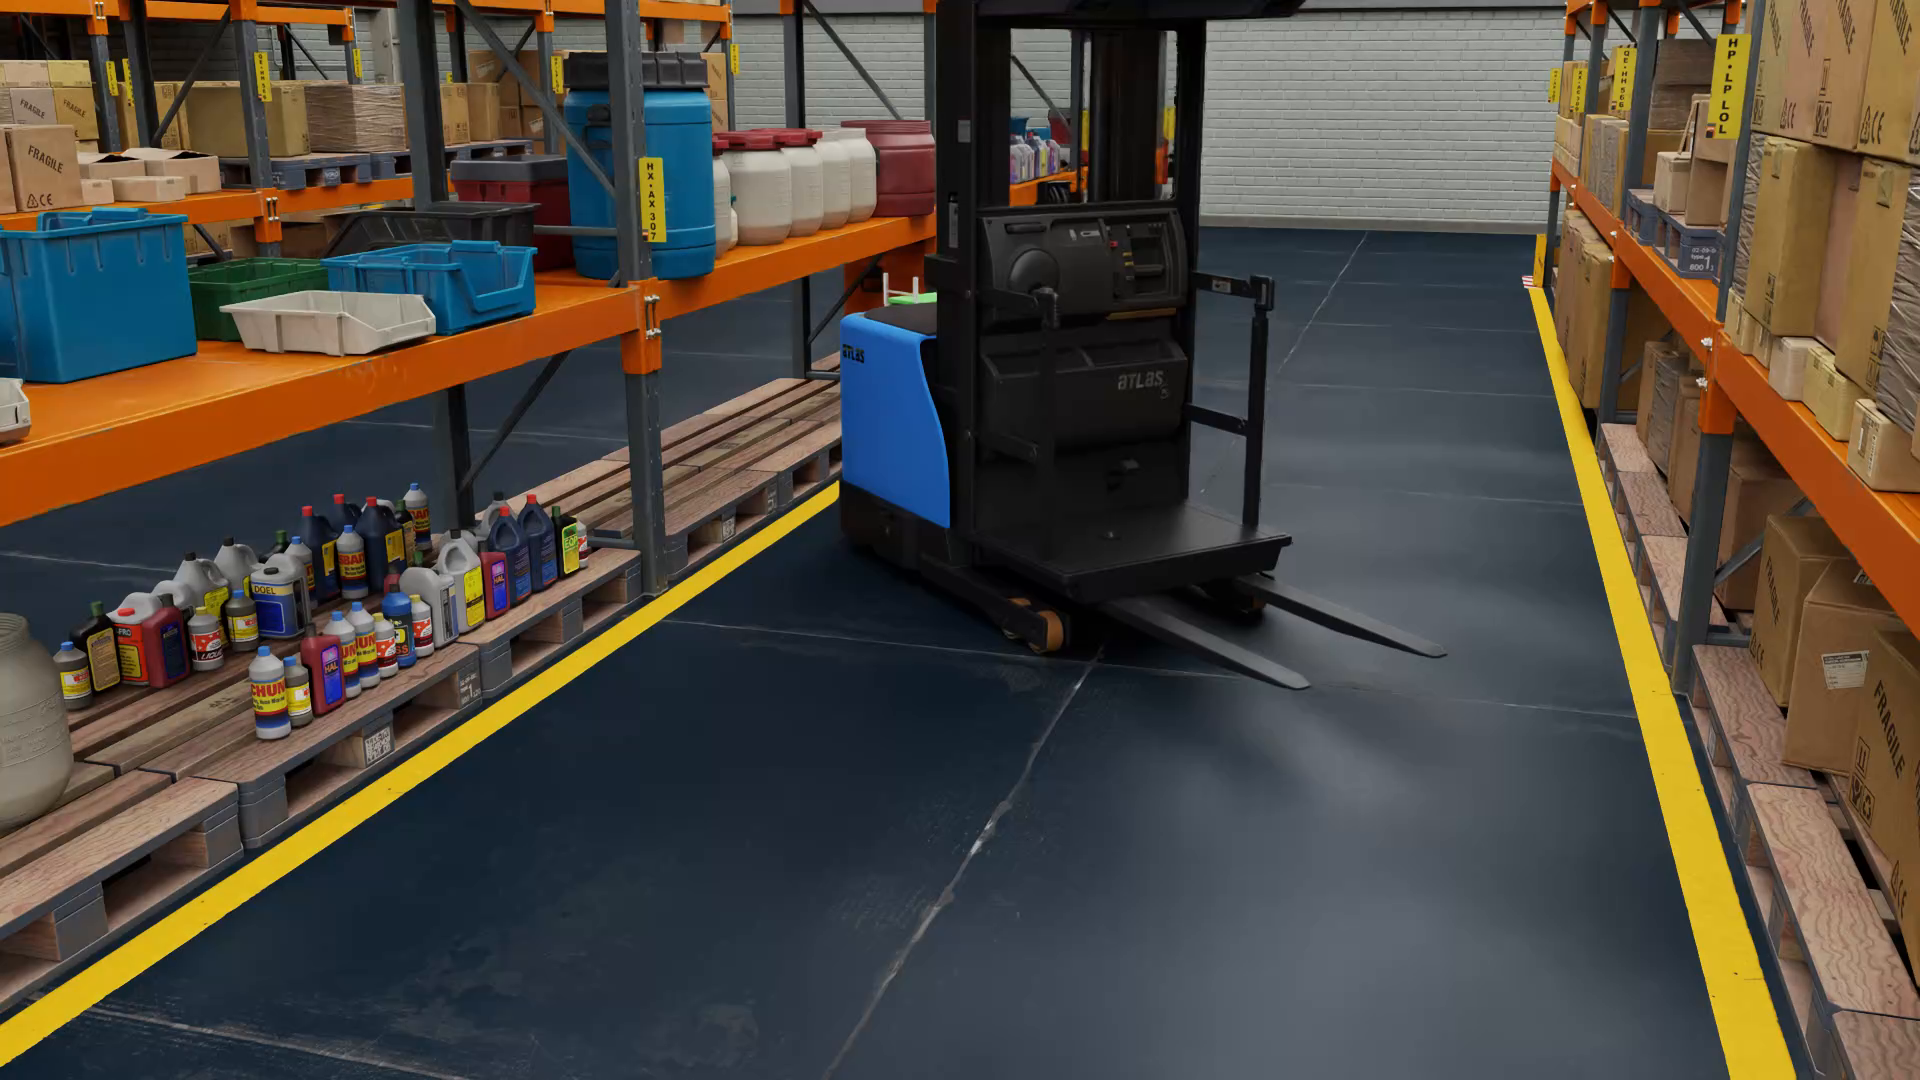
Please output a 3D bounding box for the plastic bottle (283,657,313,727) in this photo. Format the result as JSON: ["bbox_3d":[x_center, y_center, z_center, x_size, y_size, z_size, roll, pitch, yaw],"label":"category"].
[{"bbox_3d":[-2.026,0.455,5.051,0.097,0.201,0.097,0,16,0],"label":"plastic bottle"}]

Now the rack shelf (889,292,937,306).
[{"bbox_3d":[-0.098,-1.115,8.036,0.480,0.148,0.258,-14,21,-40],"label":"rack shelf"}]

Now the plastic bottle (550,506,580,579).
[{"bbox_3d":[-1.554,-0.003,6.513,0.061,0.283,0.133,5,17,19],"label":"plastic bottle"}]

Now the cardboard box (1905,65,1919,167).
[{"bbox_3d":[2.079,-0.916,3.000,0.500,0.500,0.500,5,16,16],"label":"cardboard box"}]

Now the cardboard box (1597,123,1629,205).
[{"bbox_3d":[4.347,-2.374,10.519,0.500,0.500,0.500,4,16,14],"label":"cardboard box"}]

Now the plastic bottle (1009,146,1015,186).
[{"bbox_3d":[0.365,-2.770,12.313,0.061,0.283,0.133,5,16,16],"label":"plastic bottle"}]

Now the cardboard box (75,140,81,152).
[{"bbox_3d":[-8.832,-3.821,16.227,0.380,0.149,0.250,5,17,17],"label":"cardboard box"}]

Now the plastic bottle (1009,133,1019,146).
[{"bbox_3d":[0.402,-3.015,13.054,0.144,0.351,0.185,5,16,16],"label":"plastic bottle"}]

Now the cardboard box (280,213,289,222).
[{"bbox_3d":[-8.209,-3.703,19.199,0.700,0.500,0.500,4,16,14],"label":"cardboard box"}]

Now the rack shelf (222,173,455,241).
[{"bbox_3d":[-4.776,-2.858,13.726,1.077,0.370,4.000,5,16,16],"label":"rack shelf"}]

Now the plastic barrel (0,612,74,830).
[{"bbox_3d":[-2.614,0.483,4.419,0.421,0.512,0.421,0,16,0],"label":"plastic barrel"}]

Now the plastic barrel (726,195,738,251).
[{"bbox_3d":[-1.210,-1.517,7.934,0.301,0.262,0.301,0,16,0],"label":"plastic barrel"}]

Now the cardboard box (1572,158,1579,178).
[{"bbox_3d":[5.062,-2.942,13.166,0.380,0.149,0.250,5,17,16],"label":"cardboard box"}]

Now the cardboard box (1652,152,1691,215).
[{"bbox_3d":[3.455,-1.621,7.552,0.500,0.250,0.500,4,16,14],"label":"cardboard box"}]

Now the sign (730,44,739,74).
[{"bbox_3d":[-2.545,-5.435,18.791,0.100,0.325,0.005,5,16,16],"label":"sign"}]

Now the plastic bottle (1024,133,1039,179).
[{"bbox_3d":[0.540,-3.004,13.014,0.144,0.351,0.185,5,16,16],"label":"plastic bottle"}]

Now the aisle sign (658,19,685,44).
[{"bbox_3d":[-3.333,-6.065,18.951,0.394,0.787,0.004,5,16,16],"label":"aisle sign"}]

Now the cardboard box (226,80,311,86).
[{"bbox_3d":[-8.153,-4.976,19.325,0.980,0.700,0.700,4,16,15],"label":"cardboard box"}]

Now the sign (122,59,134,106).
[{"bbox_3d":[-5.867,-3.239,11.776,0.100,0.325,0.005,5,16,16],"label":"sign"}]

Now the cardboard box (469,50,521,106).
[{"bbox_3d":[-4.312,-4.409,15.860,0.500,0.500,0.500,5,17,16],"label":"cardboard box"}]

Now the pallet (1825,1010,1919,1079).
[{"bbox_3d":[2.165,1.293,2.883,1.003,0.211,1.213,5,16,16],"label":"pallet"}]

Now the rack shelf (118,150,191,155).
[{"bbox_3d":[-8.390,-4.288,18.767,1.077,0.370,4.000,5,16,16],"label":"rack shelf"}]

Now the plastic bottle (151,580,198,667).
[{"bbox_3d":[-2.631,0.281,5.525,0.152,0.276,0.135,4,16,14],"label":"plastic bottle"}]

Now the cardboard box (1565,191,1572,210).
[{"bbox_3d":[6.321,-3.011,16.071,0.875,0.875,0.875,5,16,16],"label":"cardboard box"}]

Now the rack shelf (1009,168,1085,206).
[{"bbox_3d":[-0.028,-2.473,12.369,1.077,0.370,4.000,5,16,16],"label":"rack shelf"}]

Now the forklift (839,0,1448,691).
[{"bbox_3d":[0.613,-1.121,6.409,1.130,2.935,3.031,-9,18,-29],"label":"forklift"}]

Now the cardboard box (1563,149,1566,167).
[{"bbox_3d":[5.500,-3.345,14.586,0.380,0.149,0.250,5,17,17],"label":"cardboard box"}]

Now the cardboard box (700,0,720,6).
[{"bbox_3d":[-2.964,-5.990,18.228,0.500,0.250,0.500,5,16,16],"label":"cardboard box"}]

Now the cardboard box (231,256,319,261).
[{"bbox_3d":[-5.304,-1.953,12.991,0.500,0.500,0.500,5,17,18],"label":"cardboard box"}]

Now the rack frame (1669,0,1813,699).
[{"bbox_3d":[3.016,-0.865,5.382,1.000,3.000,0.127,5,16,16],"label":"rack frame"}]

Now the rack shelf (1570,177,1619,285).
[{"bbox_3d":[4.721,-2.089,11.015,1.077,0.370,4.000,5,16,16],"label":"rack shelf"}]

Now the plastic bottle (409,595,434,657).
[{"bbox_3d":[-1.843,0.286,5.645,0.097,0.201,0.097,0,16,0],"label":"plastic bottle"}]

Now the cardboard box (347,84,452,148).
[{"bbox_3d":[-4.651,-3.510,13.756,0.700,0.500,0.500,1,16,2],"label":"cardboard box"}]

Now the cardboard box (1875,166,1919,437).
[{"bbox_3d":[2.272,-0.419,3.082,0.875,0.500,0.500,5,16,16],"label":"cardboard box"}]

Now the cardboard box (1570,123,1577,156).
[{"bbox_3d":[5.308,-3.300,13.698,0.500,0.250,0.500,5,17,18],"label":"cardboard box"}]

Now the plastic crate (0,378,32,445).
[{"bbox_3d":[-2.307,-0.285,3.820,0.298,0.136,0.250,5,16,16],"label":"plastic crate"}]

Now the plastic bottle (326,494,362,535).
[{"bbox_3d":[-2.360,-0.007,6.407,0.144,0.351,0.185,5,17,17],"label":"plastic bottle"}]

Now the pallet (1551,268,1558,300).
[{"bbox_3d":[6.274,-2.448,16.072,1.003,0.211,1.213,5,16,16],"label":"pallet"}]

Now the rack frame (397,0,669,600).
[{"bbox_3d":[-1.733,-1.249,6.736,1.000,3.000,0.127,5,16,16],"label":"rack frame"}]

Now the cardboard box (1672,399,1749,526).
[{"bbox_3d":[3.523,-0.303,7.175,0.700,0.500,0.500,3,16,11],"label":"cardboard box"}]

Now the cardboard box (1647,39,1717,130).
[{"bbox_3d":[4.376,-2.632,9.591,0.797,0.503,0.637,5,17,18],"label":"cardboard box"}]

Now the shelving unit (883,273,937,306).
[{"bbox_3d":[-0.098,-0.715,8.150,0.503,1.200,0.258,-14,21,-40],"label":"shelving unit"}]

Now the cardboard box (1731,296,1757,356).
[{"bbox_3d":[2.583,-0.647,5.073,0.380,0.149,0.250,5,16,16],"label":"cardboard box"}]

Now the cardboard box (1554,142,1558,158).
[{"bbox_3d":[5.937,-3.749,16.011,0.380,0.149,0.250,4,16,15],"label":"cardboard box"}]

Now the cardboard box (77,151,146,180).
[{"bbox_3d":[-5.784,-2.419,11.024,0.500,0.311,0.500,4,16,15],"label":"cardboard box"}]

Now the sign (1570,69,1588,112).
[{"bbox_3d":[4.756,-3.455,12.783,0.100,0.325,0.005,5,16,16],"label":"sign"}]

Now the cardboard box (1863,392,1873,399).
[{"bbox_3d":[2.225,-0.249,3.670,0.380,0.149,0.250,5,16,16],"label":"cardboard box"}]

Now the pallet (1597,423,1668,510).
[{"bbox_3d":[3.929,-0.366,8.732,1.003,0.211,1.213,5,16,16],"label":"pallet"}]

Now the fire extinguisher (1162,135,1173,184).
[{"bbox_3d":[2.156,-4.176,17.881,0.296,0.674,0.183,5,16,16],"label":"fire extinguisher"}]

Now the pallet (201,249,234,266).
[{"bbox_3d":[-8.322,-3.282,19.013,1.003,0.211,1.213,5,16,16],"label":"pallet"}]

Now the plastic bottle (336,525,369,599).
[{"bbox_3d":[-2.286,0.078,6.251,0.097,0.271,0.097,0,16,0],"label":"plastic bottle"}]
